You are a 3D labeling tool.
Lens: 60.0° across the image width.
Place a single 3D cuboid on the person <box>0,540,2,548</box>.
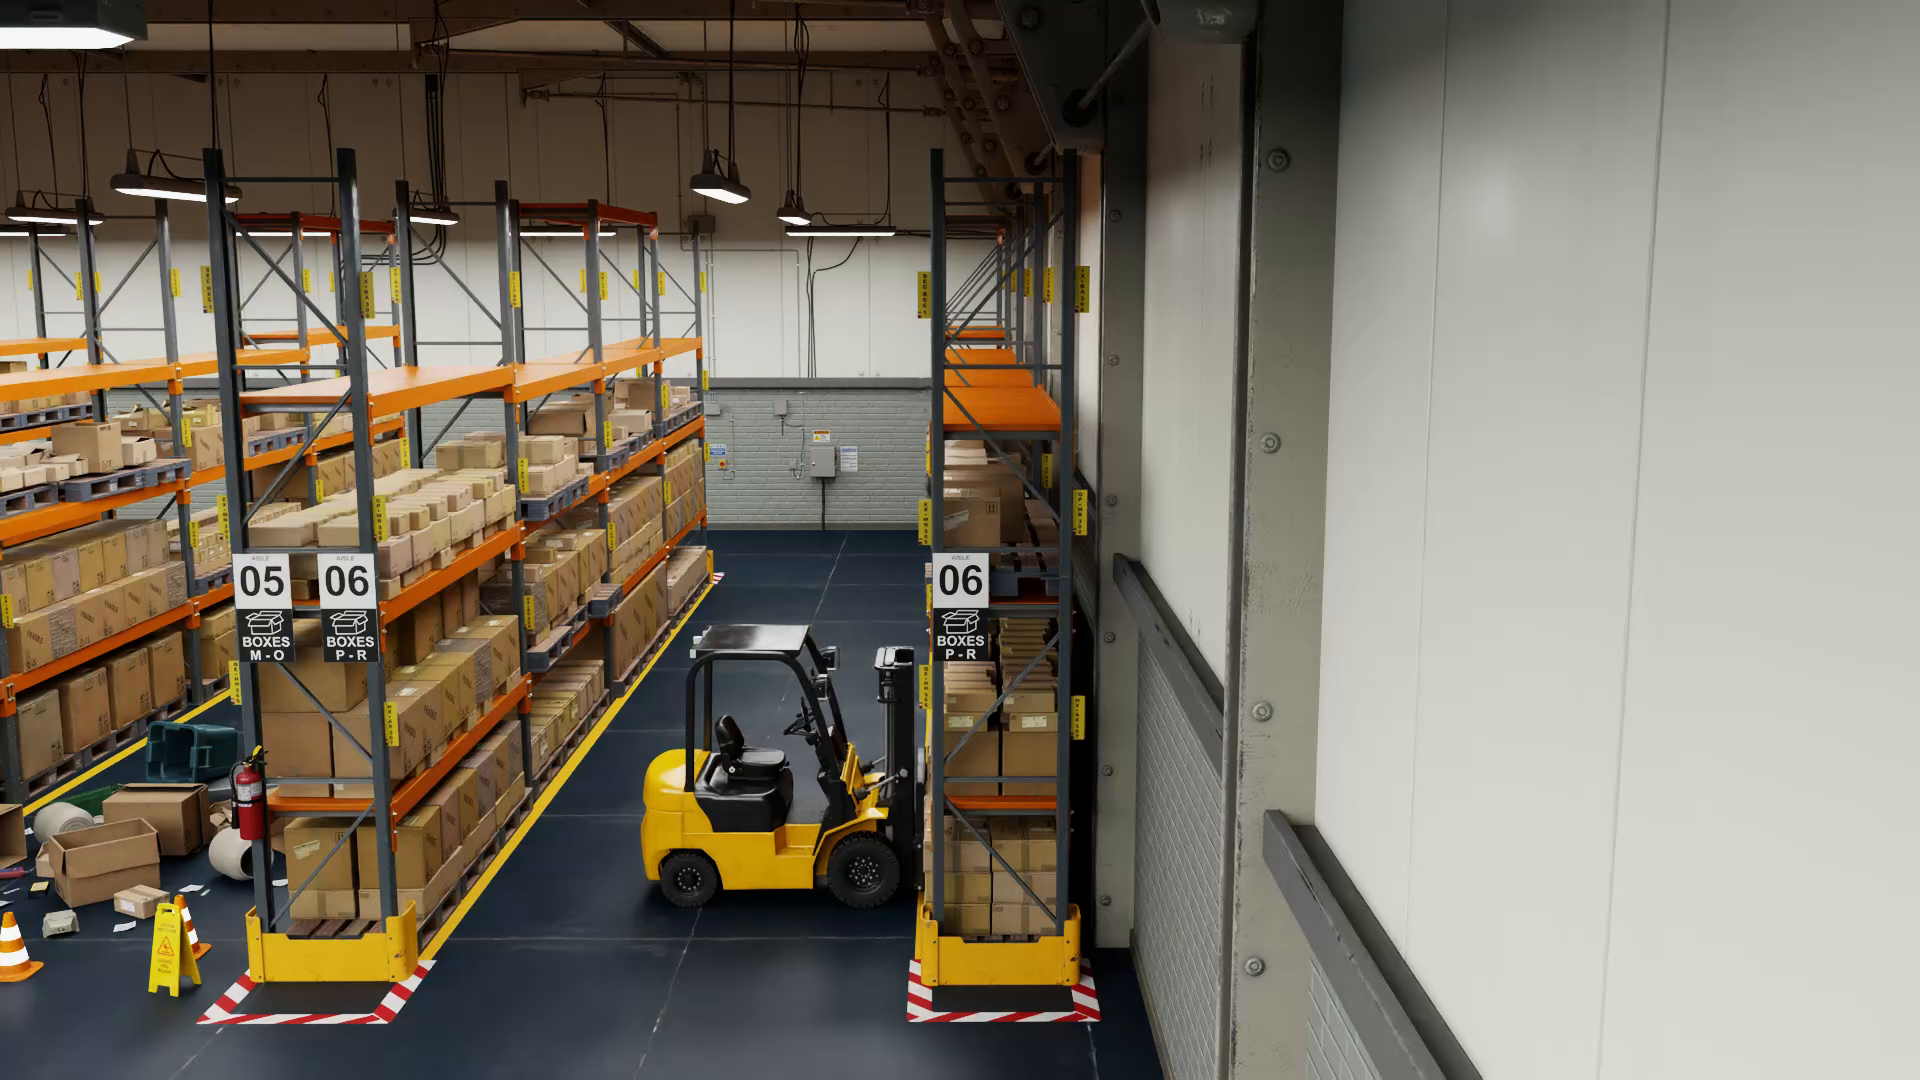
[{"bbox_3d":[-13.021,0.770,22.583,0.524,1.703,0.745,1,9,6],"label":"person"}]
